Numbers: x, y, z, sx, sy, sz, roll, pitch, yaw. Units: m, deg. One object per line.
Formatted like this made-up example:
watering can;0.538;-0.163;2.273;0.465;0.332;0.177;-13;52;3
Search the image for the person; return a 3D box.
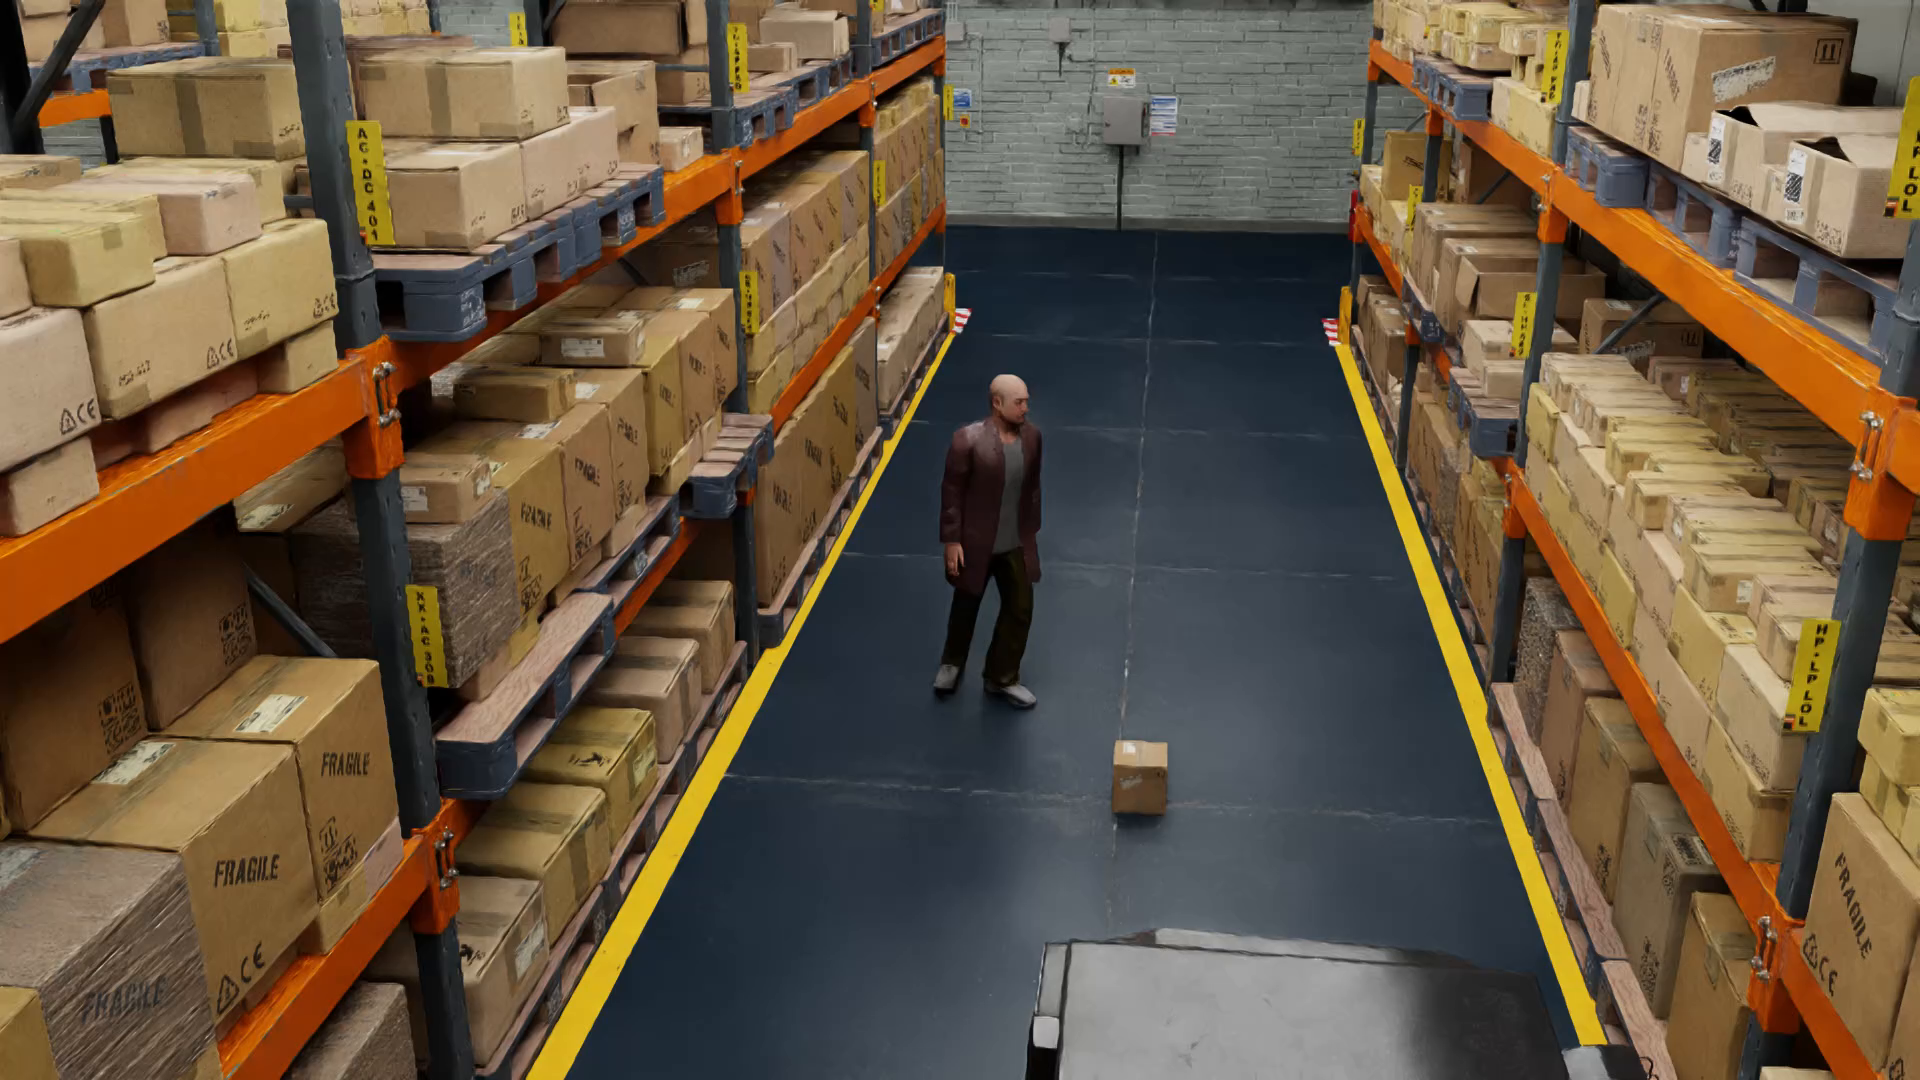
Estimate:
person;0.155;-0.018;8.653;0.611;1.768;0.626;-10;23;-25
